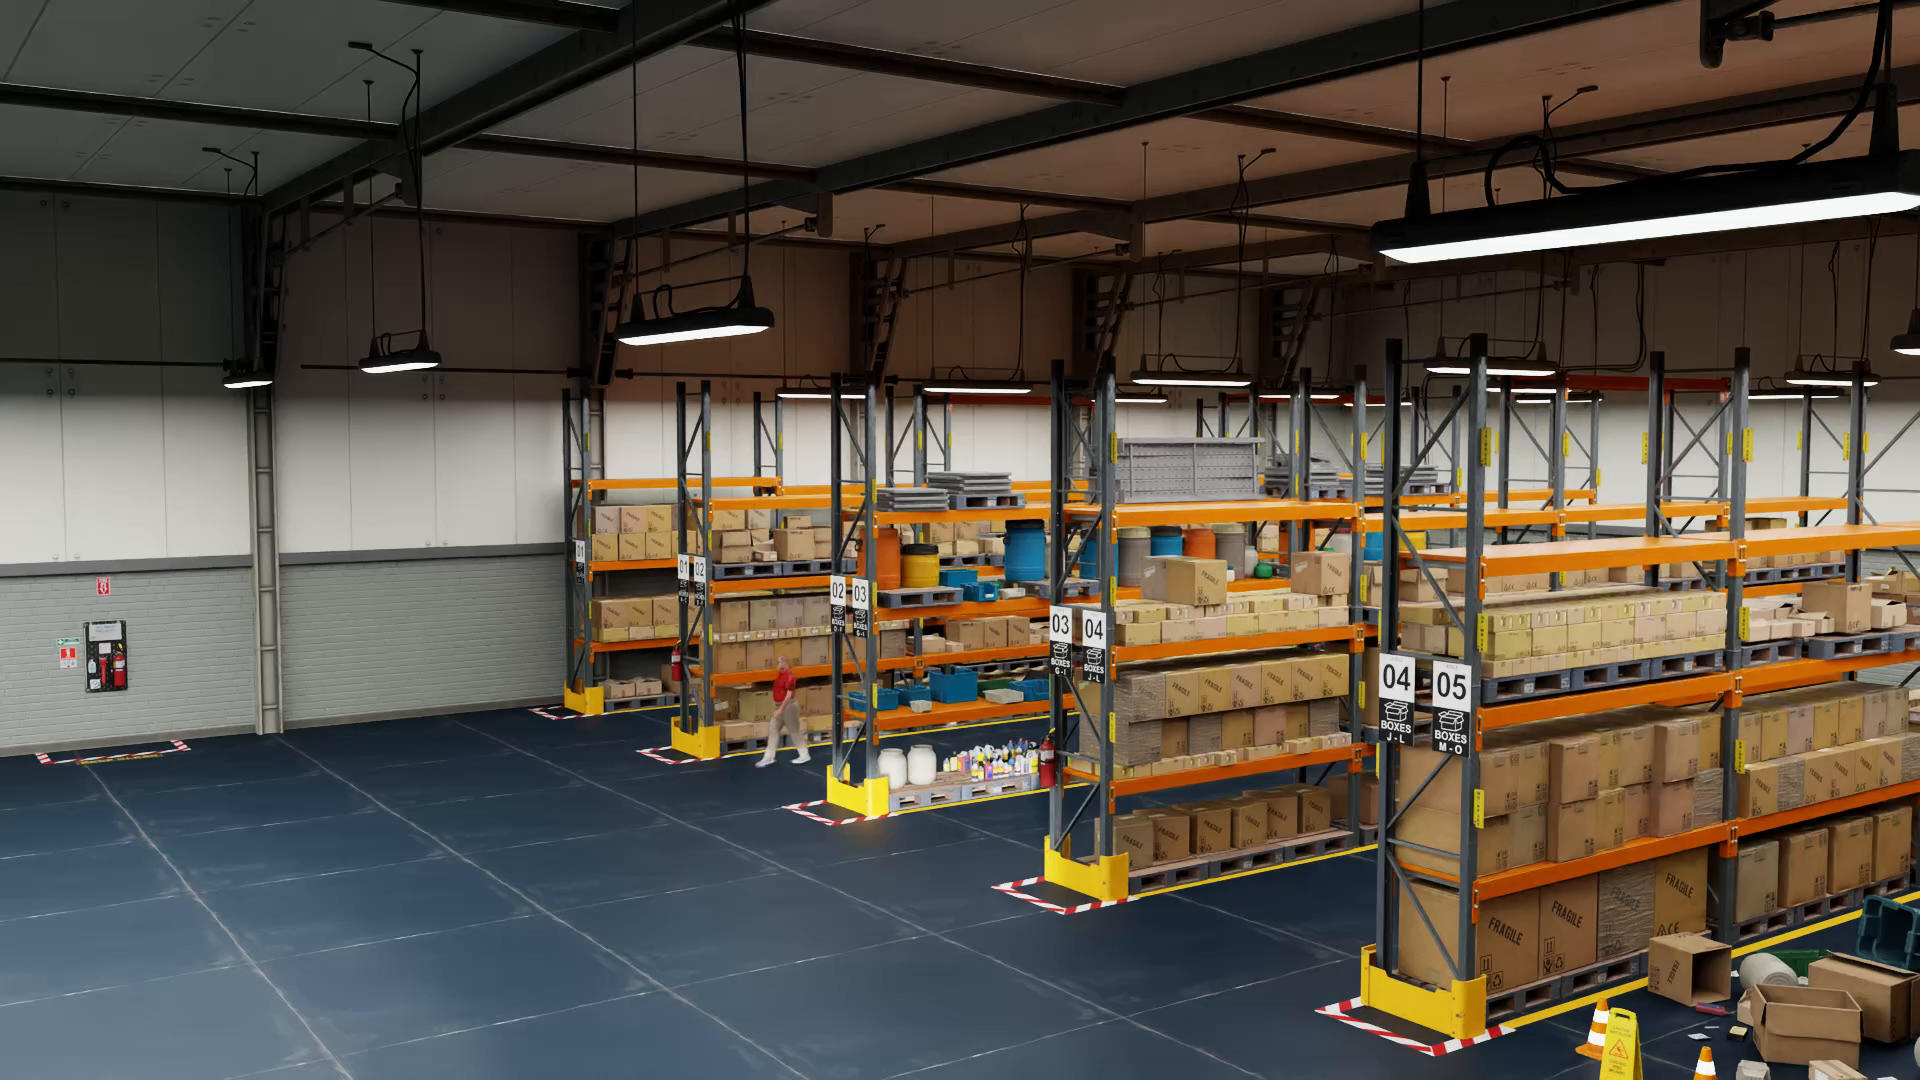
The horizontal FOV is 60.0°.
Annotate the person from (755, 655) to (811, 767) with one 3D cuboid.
[{"bbox_3d":[-2.767,2.653,25.850,0.880,1.719,0.567,-2,4,-30],"label":"person"}]

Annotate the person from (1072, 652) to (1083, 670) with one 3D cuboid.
[{"bbox_3d":[2.343,2.208,33.560,0.745,1.613,0.577,-2,4,-25],"label":"person"}]
